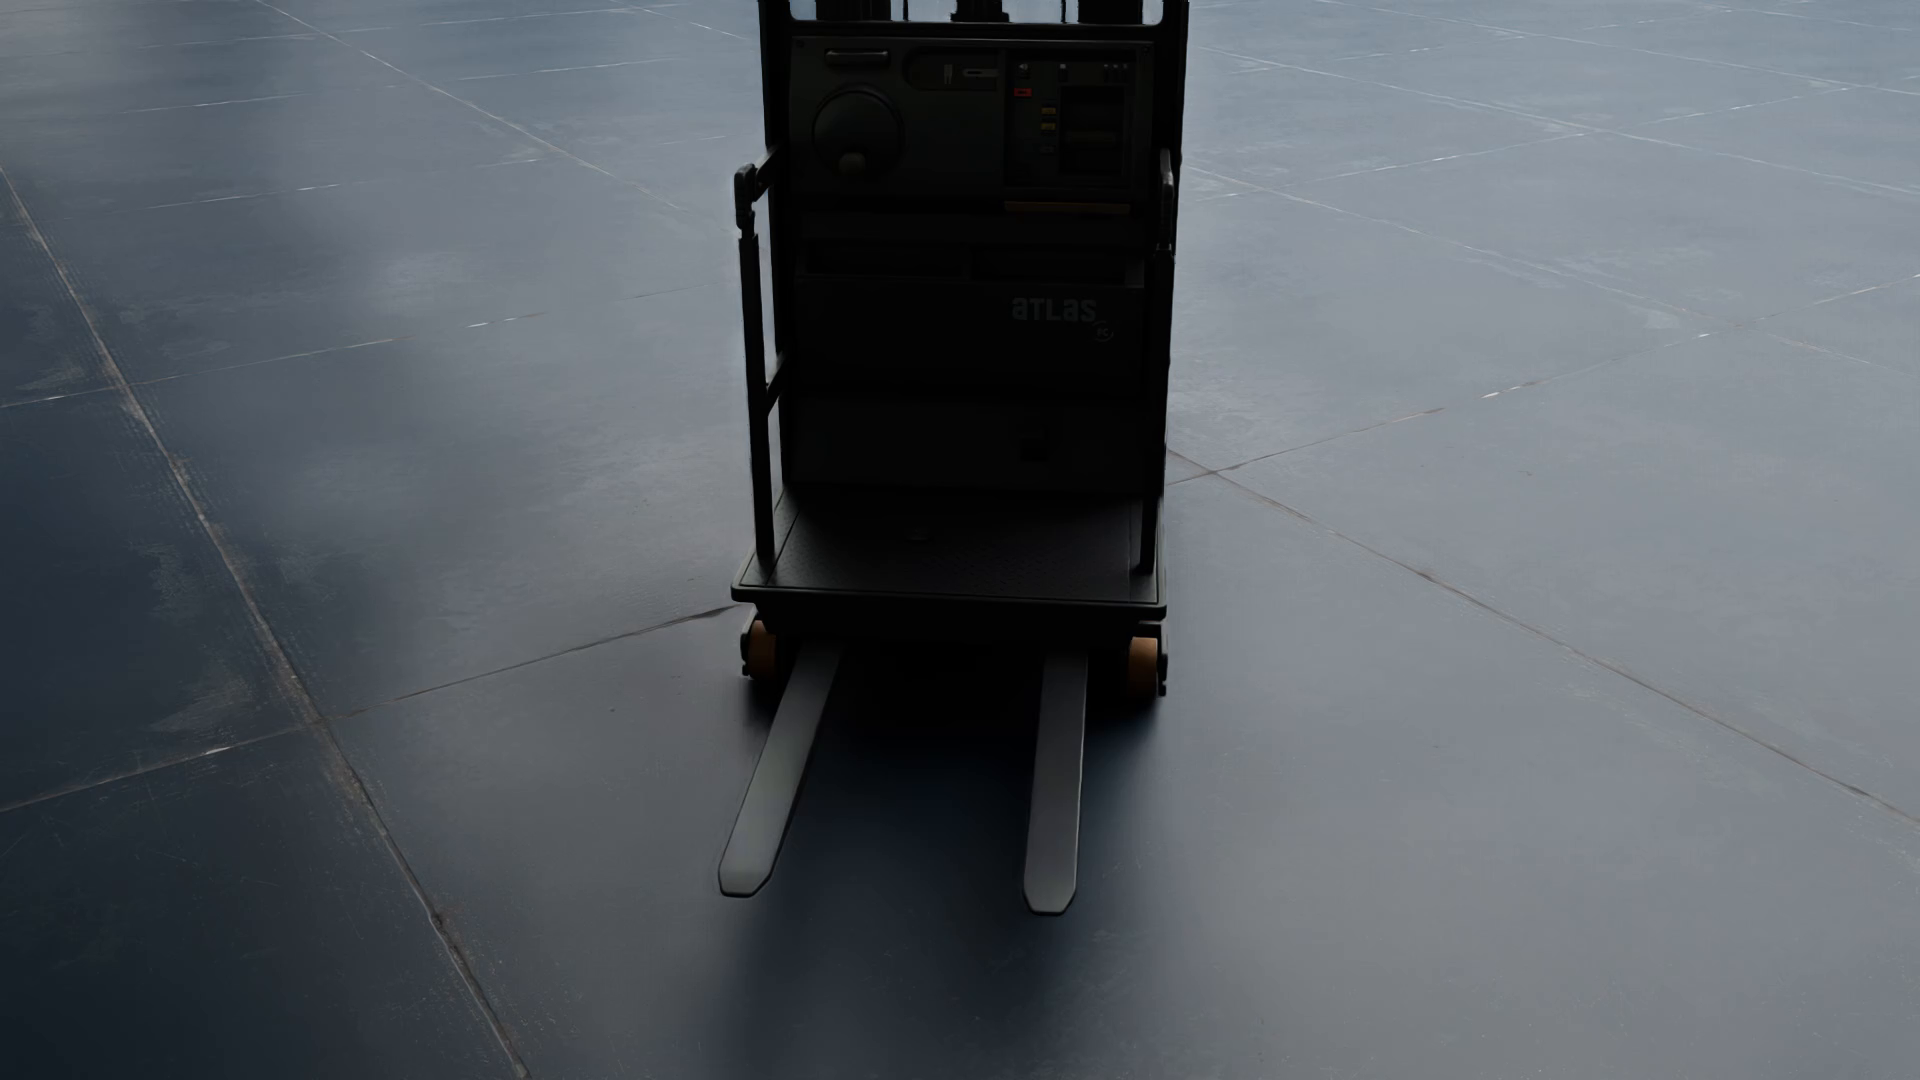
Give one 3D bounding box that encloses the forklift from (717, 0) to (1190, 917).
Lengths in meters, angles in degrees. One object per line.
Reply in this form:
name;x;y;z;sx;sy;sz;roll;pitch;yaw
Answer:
forklift;0.009;-1.060;4.062;1.130;2.935;3.031;2;25;5
